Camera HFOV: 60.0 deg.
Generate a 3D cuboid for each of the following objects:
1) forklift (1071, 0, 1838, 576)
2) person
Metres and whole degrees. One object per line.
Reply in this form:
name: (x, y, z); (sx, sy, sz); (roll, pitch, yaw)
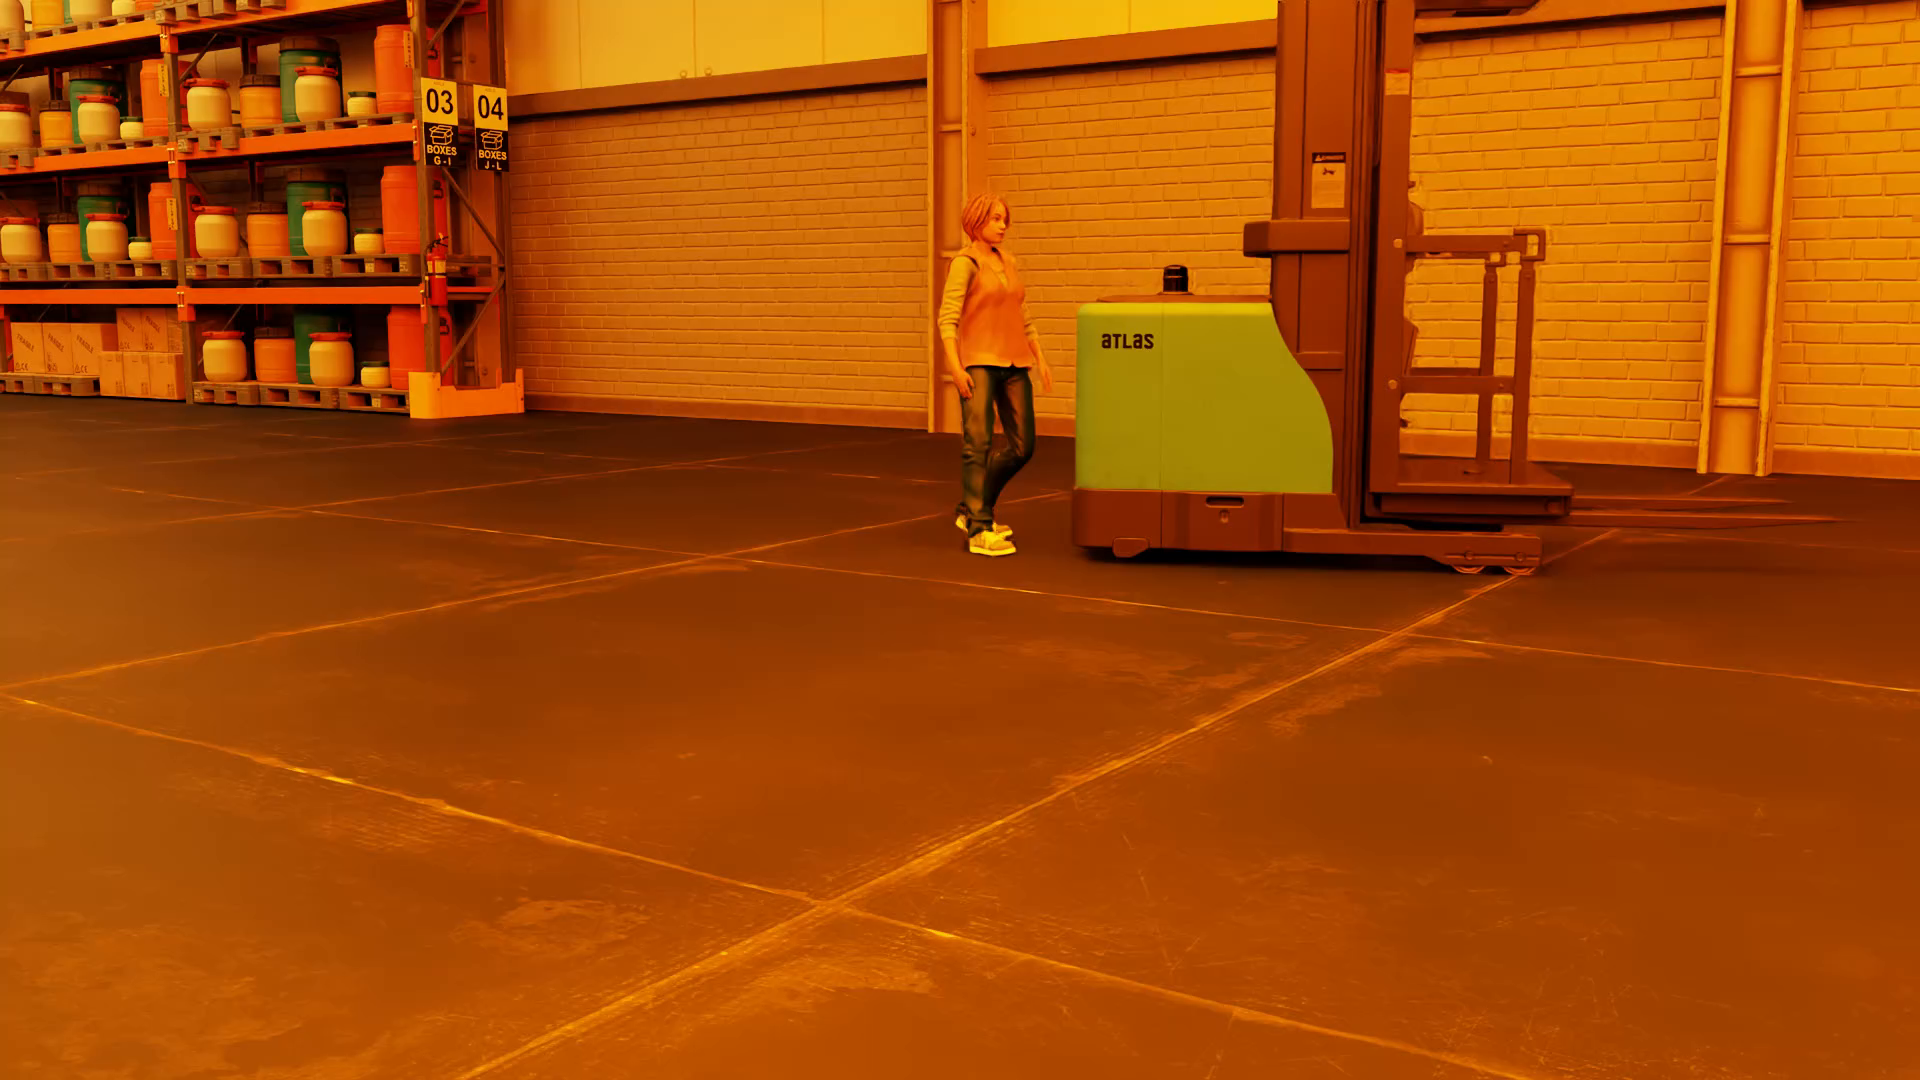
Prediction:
forklift: (2.034, -1.391, 6.972); (3.031, 2.935, 1.130); (1, 8, 10)
person: (0.208, -0.741, 7.282); (0.575, 1.547, 0.597); (-7, 11, -39)
